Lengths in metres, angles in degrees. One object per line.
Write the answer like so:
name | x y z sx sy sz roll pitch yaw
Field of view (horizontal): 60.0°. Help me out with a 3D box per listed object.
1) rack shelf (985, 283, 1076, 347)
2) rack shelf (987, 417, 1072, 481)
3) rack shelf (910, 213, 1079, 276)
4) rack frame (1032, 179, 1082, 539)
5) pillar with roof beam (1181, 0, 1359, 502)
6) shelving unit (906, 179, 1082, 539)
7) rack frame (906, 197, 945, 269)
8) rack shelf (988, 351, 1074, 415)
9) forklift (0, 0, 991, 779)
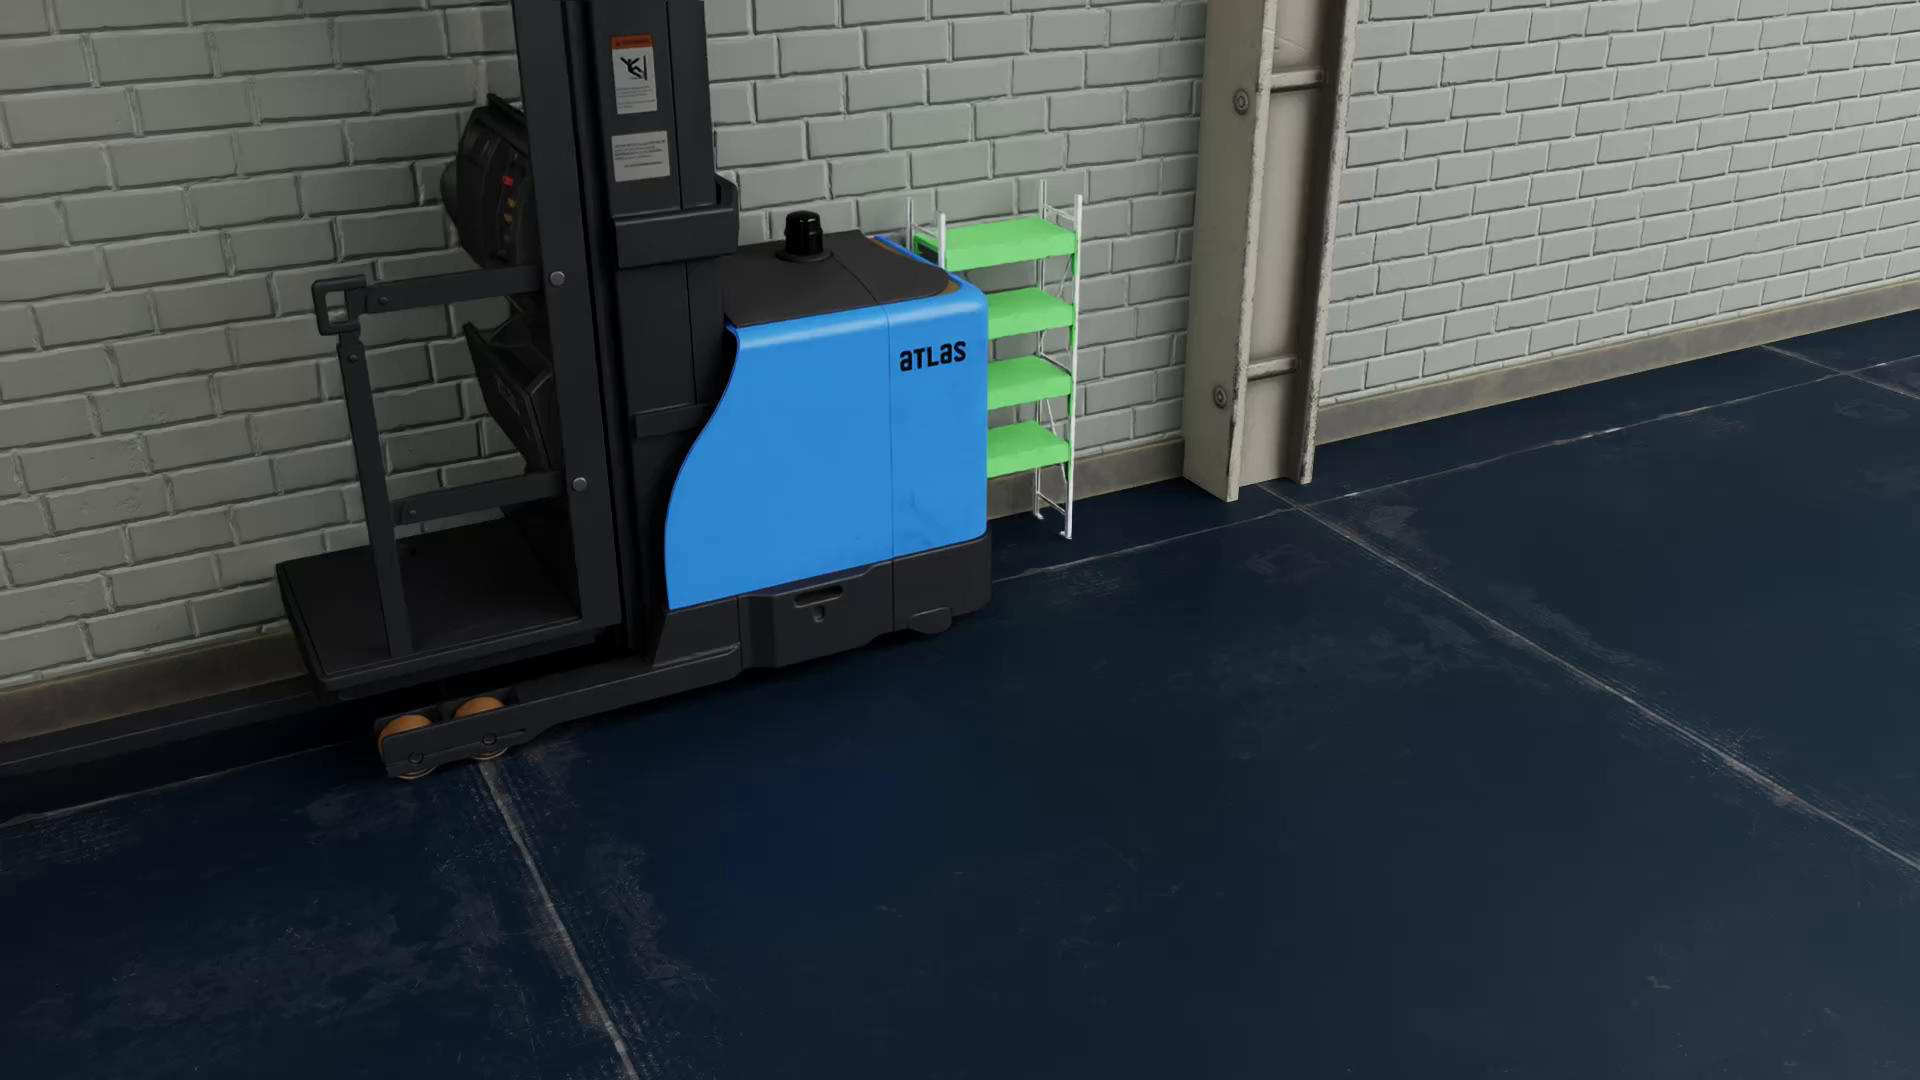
rack shelf | 0.107 -0.700 5.414 0.480 0.148 0.258 -13 29 -25
rack shelf | 0.107 -0.267 5.622 0.480 0.148 0.258 -13 29 -25
rack shelf | 0.107 -0.916 5.310 0.480 0.148 0.258 -13 29 -25
rack frame | 0.322 -0.591 5.594 0.015 1.200 0.240 -13 29 -25
pillar with roof beam | 3.094 -2.649 0.870 0.400 9.000 9.100 -13 29 -25
shelving unit | 0.107 -0.541 5.490 0.503 1.200 0.258 -13 29 -25
rack frame | -0.108 -0.491 5.386 0.015 1.200 0.240 -13 29 -25
rack shelf | 0.107 -0.483 5.518 0.480 0.148 0.258 -13 29 -25
forklift | -1.448 -0.947 4.335 3.031 2.935 1.130 -13 29 -25
